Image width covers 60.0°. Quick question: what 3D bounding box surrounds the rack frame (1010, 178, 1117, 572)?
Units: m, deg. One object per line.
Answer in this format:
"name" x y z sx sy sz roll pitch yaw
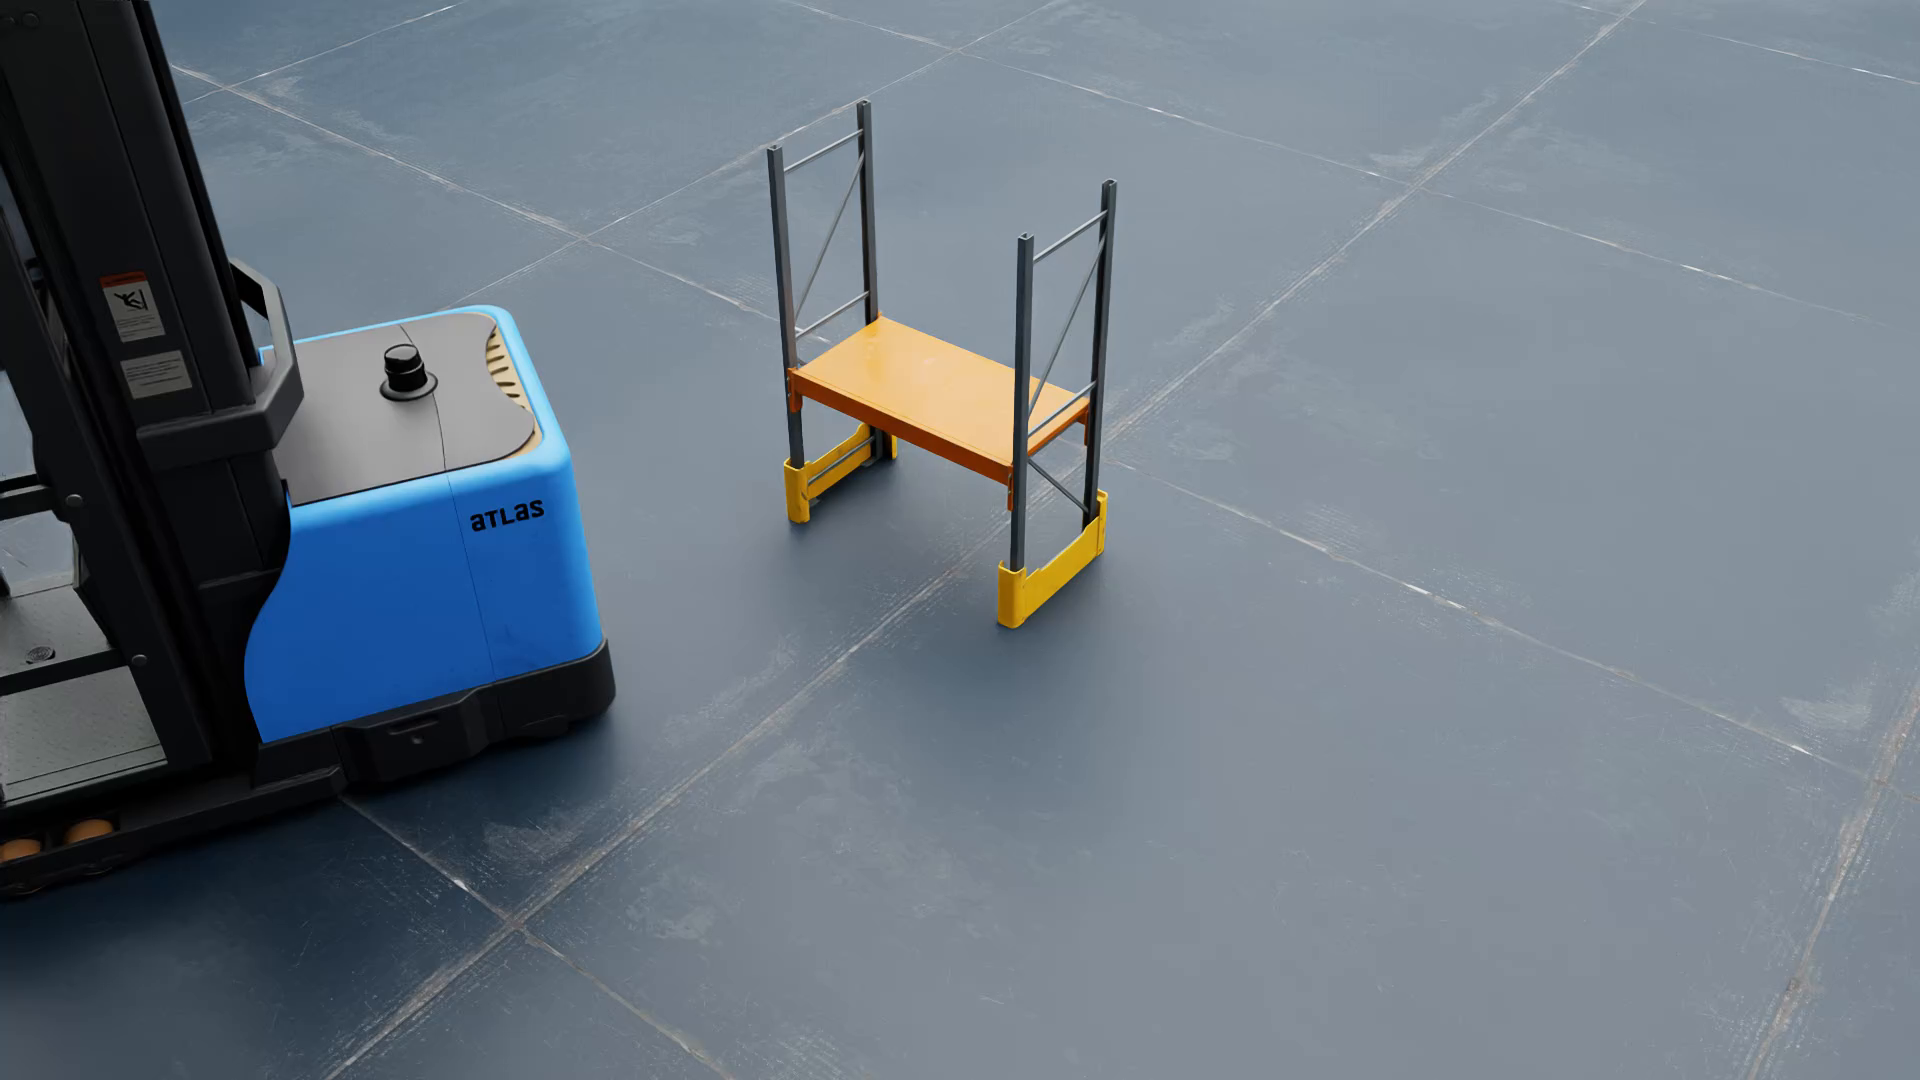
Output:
"rack frame" 0.336 -0.432 5.585 0.032 1.500 0.500 25 45 29

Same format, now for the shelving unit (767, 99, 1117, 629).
"shelving unit" -0.061 -0.619 5.824 1.083 1.500 0.587 25 45 29

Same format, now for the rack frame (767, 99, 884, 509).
"rack frame" -0.472 -0.813 6.072 0.032 1.500 0.500 25 45 29

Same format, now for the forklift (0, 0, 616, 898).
"forklift" -2.700 -0.479 4.484 3.031 2.935 1.130 -15 40 -18

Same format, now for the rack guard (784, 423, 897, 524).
"rack guard" -0.456 -0.313 6.448 0.087 0.250 0.587 25 45 29

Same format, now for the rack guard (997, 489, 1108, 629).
"rack guard" 0.335 0.060 5.971 0.087 0.250 0.587 25 45 29

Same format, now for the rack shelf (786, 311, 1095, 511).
"rack shelf" -0.068 -0.481 5.939 1.000 0.185 0.538 25 45 29
